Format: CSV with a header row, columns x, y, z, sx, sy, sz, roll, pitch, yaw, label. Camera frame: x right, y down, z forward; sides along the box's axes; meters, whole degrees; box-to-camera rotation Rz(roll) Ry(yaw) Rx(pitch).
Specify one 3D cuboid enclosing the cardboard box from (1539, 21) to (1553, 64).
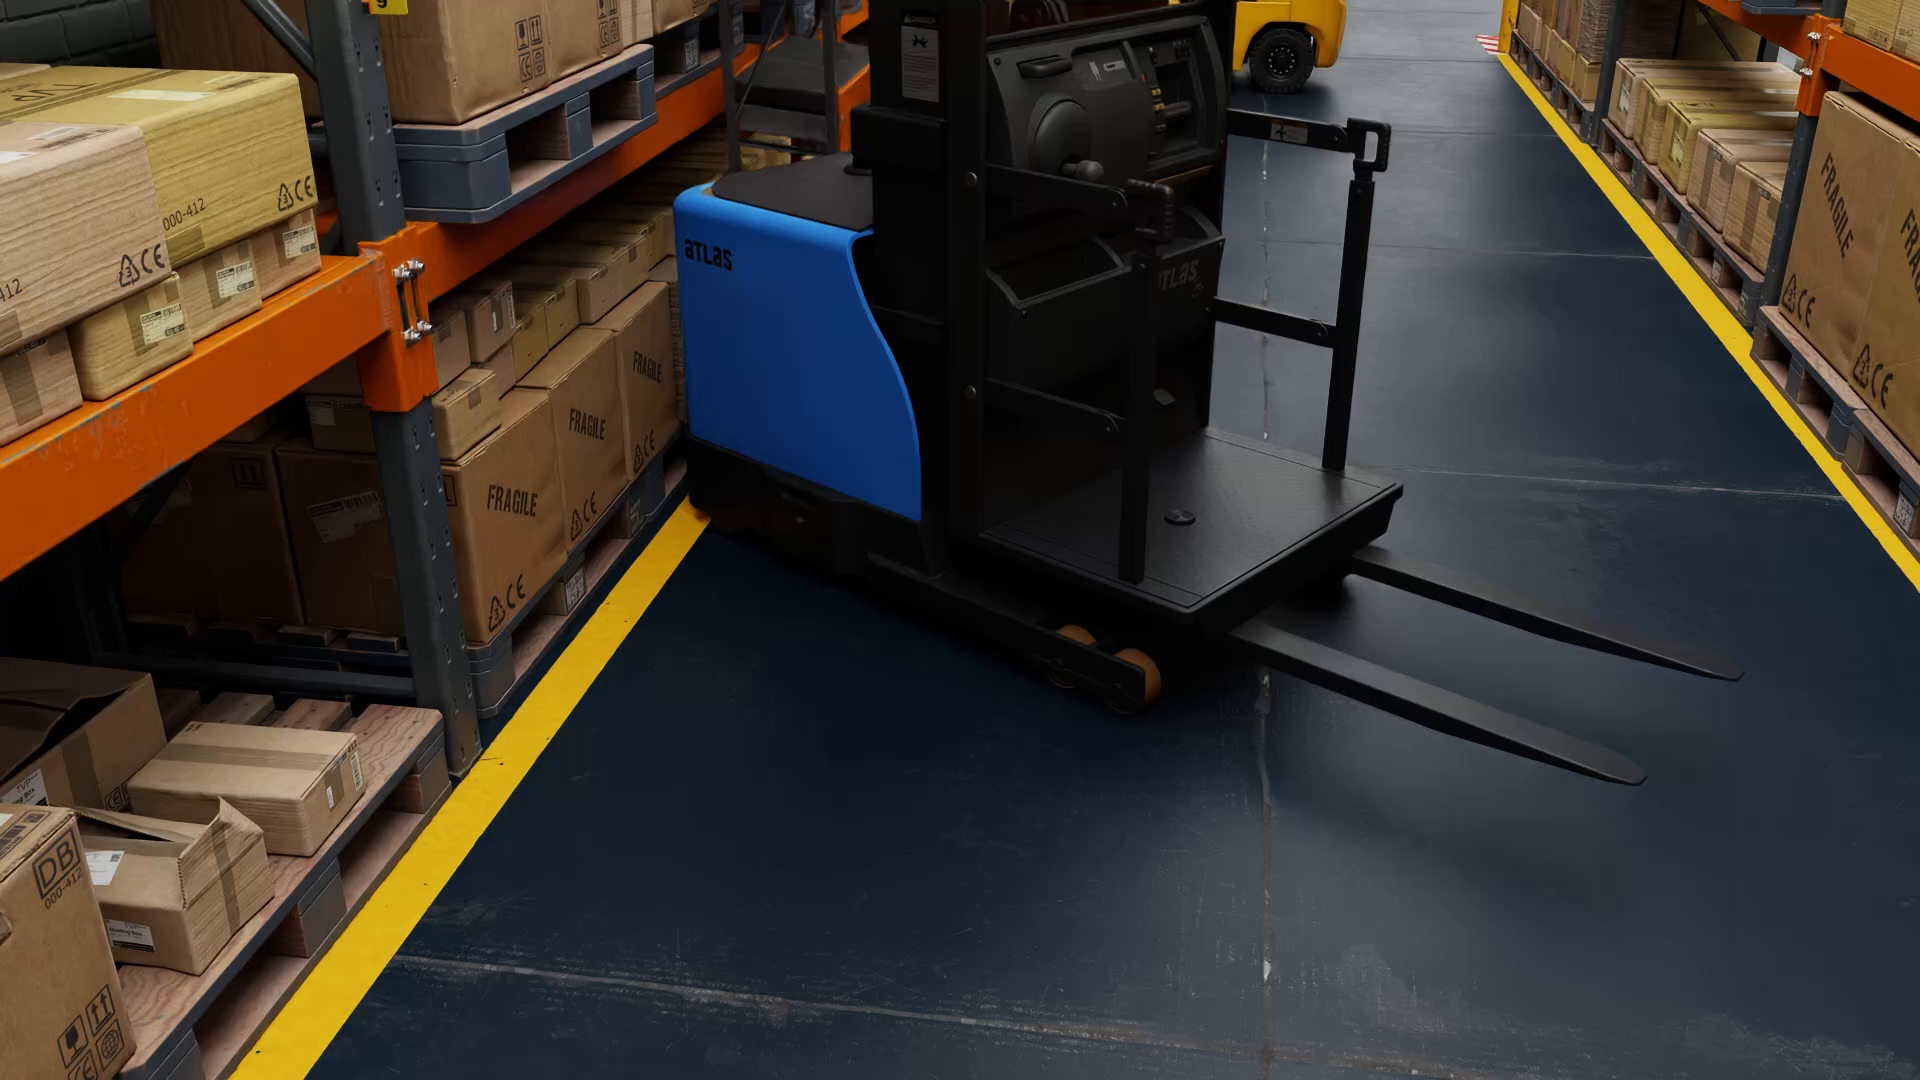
x,y,z,sx,sy,sz,roll,pitch,yaw,label
4.602,-3.699,12.362,0.500,0.250,0.500,6,26,12,cardboard box

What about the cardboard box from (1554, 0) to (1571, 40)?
x,y,z,sx,sy,sz,roll,pitch,yaw,label
4.516,-3.818,11.732,0.500,0.500,0.500,5,26,11,cardboard box

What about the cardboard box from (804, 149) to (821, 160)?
x,y,z,sx,sy,sz,roll,pitch,yaw,label
-0.887,-1.377,7.107,0.500,0.500,0.500,5,26,10,cardboard box

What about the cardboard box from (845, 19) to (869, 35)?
x,y,z,sx,sy,sz,roll,pitch,yaw,label
-0.585,-2.755,9.904,0.875,0.625,0.625,4,25,8,cardboard box

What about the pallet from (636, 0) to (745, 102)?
x,y,z,sx,sy,sz,roll,pitch,yaw,label
-1.344,-1.610,5.378,1.003,0.211,1.213,4,25,9,pallet

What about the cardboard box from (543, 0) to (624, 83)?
x,y,z,sx,sy,sz,roll,pitch,yaw,label
-1.300,-1.477,4.253,0.700,0.500,0.500,4,25,9,cardboard box

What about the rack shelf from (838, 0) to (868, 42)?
x,y,z,sx,sy,sz,roll,pitch,yaw,label
-0.704,-3.021,9.015,1.077,0.370,4.000,4,25,9,rack shelf

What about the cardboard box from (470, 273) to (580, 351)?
x,y,z,sx,sy,sz,roll,pitch,yaw,label
-1.332,-0.666,4.823,0.380,0.149,0.250,4,25,8,cardboard box

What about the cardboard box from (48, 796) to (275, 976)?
x,y,z,sx,sy,sz,roll,pitch,yaw,label
-1.544,0.613,3.132,0.396,0.266,0.258,5,26,10,cardboard box

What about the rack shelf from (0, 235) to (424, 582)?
x,y,z,sx,sy,sz,roll,pitch,yaw,label
-2.011,0.324,1.867,1.077,0.370,4.000,4,25,9,rack shelf

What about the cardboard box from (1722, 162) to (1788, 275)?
x,y,z,sx,sy,sz,roll,pitch,yaw,label
3.969,-1.404,7.316,0.950,0.372,0.625,2,25,5,cardboard box

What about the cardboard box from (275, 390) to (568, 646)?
x,y,z,sx,sy,sz,roll,pitch,yaw,label
-1.383,-0.083,4.341,0.500,0.500,0.500,5,26,11,cardboard box

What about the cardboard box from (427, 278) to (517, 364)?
x,y,z,sx,sy,sz,roll,pitch,yaw,label
-1.368,-0.568,4.262,0.380,0.149,0.250,3,25,6,cardboard box

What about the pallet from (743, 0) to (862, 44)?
x,y,z,sx,sy,sz,roll,pitch,yaw,label
-1.072,-2.135,6.500,1.213,0.211,1.003,4,25,9,pallet

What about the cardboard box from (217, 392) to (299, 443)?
x,y,z,sx,sy,sz,roll,pitch,yaw,label
-1.908,-0.364,4.176,0.380,0.149,0.250,3,25,6,cardboard box

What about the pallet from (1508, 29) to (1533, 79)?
x,y,z,sx,sy,sz,roll,pitch,yaw,label
4.994,-3.882,13.295,1.003,0.211,1.213,4,25,9,pallet

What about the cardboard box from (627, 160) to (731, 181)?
x,y,z,sx,sy,sz,roll,pitch,yaw,label
-1.050,-1.308,6.194,0.380,0.149,0.250,5,26,10,cardboard box

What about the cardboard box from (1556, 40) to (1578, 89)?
x,y,z,sx,sy,sz,roll,pitch,yaw,label
4.429,-3.276,11.458,0.500,0.250,0.500,3,25,7,cardboard box

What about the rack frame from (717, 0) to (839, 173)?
x,y,z,sx,sy,sz,roll,pitch,yaw,label
-0.589,-1.299,5.535,0.400,2.100,0.015,13,38,16,rack frame

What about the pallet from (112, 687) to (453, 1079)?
x,y,z,sx,sy,sz,roll,pitch,yaw,label
-1.797,0.712,3.479,1.003,0.211,1.213,4,25,9,pallet

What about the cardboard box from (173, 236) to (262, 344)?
x,y,z,sx,sy,sz,roll,pitch,yaw,label
-1.508,-0.463,2.997,0.380,0.149,0.250,5,25,10,cardboard box

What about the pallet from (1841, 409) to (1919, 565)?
x,y,z,sx,sy,sz,roll,pitch,yaw,label
3.462,-0.072,5.155,1.003,0.211,1.213,4,25,9,pallet

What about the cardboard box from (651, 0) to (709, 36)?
x,y,z,sx,sy,sz,roll,pitch,yaw,label
-1.172,-1.805,4.954,0.700,0.500,0.500,4,25,8,cardboard box

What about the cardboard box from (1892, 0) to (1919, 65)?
x,y,z,sx,sy,sz,roll,pitch,yaw,label
3.472,-1.697,5.515,0.500,0.250,0.500,3,25,7,cardboard box

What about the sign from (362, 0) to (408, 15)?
x,y,z,sx,sy,sz,roll,pitch,yaw,label
-1.148,-1.196,3.245,0.100,0.325,0.005,4,25,9,sign

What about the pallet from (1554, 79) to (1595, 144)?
x,y,z,sx,sy,sz,roll,pitch,yaw,label
4.596,-2.862,11.115,1.003,0.211,1.213,4,25,9,pallet

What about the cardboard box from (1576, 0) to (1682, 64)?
x,y,z,sx,sy,sz,roll,pitch,yaw,label
4.353,-3.392,10.822,0.500,0.500,0.500,4,25,8,cardboard box

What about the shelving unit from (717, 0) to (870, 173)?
x,y,z,sx,sy,sz,roll,pitch,yaw,label
-0.504,-1.433,5.721,0.431,2.100,0.503,13,38,16,shelving unit

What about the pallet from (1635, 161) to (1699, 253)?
x,y,z,sx,sy,sz,roll,pitch,yaw,label
4.198,-1.741,8.720,1.003,0.211,1.213,4,25,9,pallet

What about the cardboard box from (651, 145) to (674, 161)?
x,y,z,sx,sy,sz,roll,pitch,yaw,label
-1.423,-1.666,6.959,0.380,0.149,0.250,5,26,11,cardboard box

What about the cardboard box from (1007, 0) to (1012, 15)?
x,y,z,sx,sy,sz,roll,pitch,yaw,label
0.087,-3.747,11.875,0.500,0.250,0.500,4,25,8,cardboard box

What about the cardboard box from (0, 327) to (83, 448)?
x,y,z,sx,sy,sz,roll,pitch,yaw,label
-1.596,-0.245,2.531,0.380,0.149,0.250,5,25,10,cardboard box

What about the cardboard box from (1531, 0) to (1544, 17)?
x,y,z,sx,sy,sz,roll,pitch,yaw,label
4.685,-4.252,12.658,0.500,0.500,0.500,3,25,7,cardboard box

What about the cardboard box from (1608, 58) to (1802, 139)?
x,y,z,sx,sy,sz,roll,pitch,yaw,label
4.438,-2.622,9.917,0.950,0.372,0.625,4,25,9,cardboard box

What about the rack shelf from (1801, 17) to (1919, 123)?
x,y,z,sx,sy,sz,roll,pitch,yaw,label
3.540,-1.006,4.710,1.077,0.370,4.000,4,25,9,rack shelf

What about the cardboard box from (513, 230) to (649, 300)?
x,y,z,sx,sy,sz,roll,pitch,yaw,label
-1.211,-0.872,5.262,0.380,0.149,0.250,5,26,10,cardboard box

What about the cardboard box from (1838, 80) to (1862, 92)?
x,y,z,sx,sy,sz,roll,pitch,yaw,label
6.038,-3.064,11.204,0.500,0.500,0.500,-20,32,-36,cardboard box

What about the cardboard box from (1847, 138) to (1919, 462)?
x,y,z,sx,sy,sz,roll,pitch,yaw,label
3.522,-0.740,5.304,0.875,0.875,0.875,4,25,9,cardboard box

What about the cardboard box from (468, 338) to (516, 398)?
x,y,z,sx,sy,sz,roll,pitch,yaw,label
-1.394,-0.442,4.345,0.380,0.149,0.250,3,25,7,cardboard box

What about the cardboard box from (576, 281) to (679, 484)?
x,y,z,sx,sy,sz,roll,pitch,yaw,label
-1.220,-0.514,5.264,0.500,0.500,0.500,3,25,7,cardboard box

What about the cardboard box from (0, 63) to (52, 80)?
x,y,z,sx,sy,sz,roll,pitch,yaw,label
-2.031,-0.716,3.068,0.500,0.250,0.500,4,25,8,cardboard box

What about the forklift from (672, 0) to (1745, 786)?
x,y,z,sx,sy,sz,roll,pitch,yaw,label
0.561,-1.130,4.207,3.031,2.935,1.130,21,32,37,forklift

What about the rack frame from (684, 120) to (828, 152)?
x,y,z,sx,sy,sz,roll,pitch,yaw,label
-1.030,-2.511,7.076,1.000,3.000,0.127,4,25,9,rack frame

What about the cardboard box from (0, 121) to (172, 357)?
x,y,z,sx,sy,sz,roll,pitch,yaw,label
-1.594,-0.464,2.529,0.500,0.250,0.500,4,25,9,cardboard box

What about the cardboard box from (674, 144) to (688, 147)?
x,y,z,sx,sy,sz,roll,pitch,yaw,label
-1.376,-1.412,7.181,0.500,0.500,0.500,5,26,10,cardboard box

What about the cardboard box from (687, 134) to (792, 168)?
x,y,z,sx,sy,sz,roll,pitch,yaw,label
-0.875,-1.522,6.652,0.380,0.149,0.250,3,25,6,cardboard box

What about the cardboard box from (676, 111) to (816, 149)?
x,y,z,sx,sy,sz,roll,pitch,yaw,label
-0.915,-1.885,8.045,0.875,0.625,0.625,5,26,10,cardboard box

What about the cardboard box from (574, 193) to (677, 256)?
x,y,z,sx,sy,sz,roll,pitch,yaw,label
-1.106,-1.086,5.720,0.380,0.149,0.250,3,25,6,cardboard box

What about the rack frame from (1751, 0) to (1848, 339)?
x,y,z,sx,sy,sz,roll,pitch,yaw,label
3.867,-2.168,6.344,1.000,3.000,0.127,4,25,9,rack frame

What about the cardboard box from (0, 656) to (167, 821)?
x,y,z,sx,sy,sz,roll,pitch,yaw,label
-2.025,0.450,3.427,0.500,0.311,0.500,5,26,10,cardboard box

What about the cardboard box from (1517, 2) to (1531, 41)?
x,y,z,sx,sy,sz,roll,pitch,yaw,label
4.770,-4.141,13.306,0.500,0.250,0.500,4,25,8,cardboard box

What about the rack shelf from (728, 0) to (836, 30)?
x,y,z,sx,sy,sz,roll,pitch,yaw,label
-0.500,-1.987,5.316,0.431,0.518,0.480,13,38,16,rack shelf

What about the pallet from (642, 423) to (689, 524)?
x,y,z,sx,sy,sz,roll,pitch,yaw,label
-1.391,-0.429,5.918,1.003,0.211,1.213,4,25,9,pallet

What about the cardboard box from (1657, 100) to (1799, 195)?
x,y,z,sx,sy,sz,roll,pitch,yaw,label
4.212,-2.030,8.653,0.950,0.372,0.625,5,26,10,cardboard box
